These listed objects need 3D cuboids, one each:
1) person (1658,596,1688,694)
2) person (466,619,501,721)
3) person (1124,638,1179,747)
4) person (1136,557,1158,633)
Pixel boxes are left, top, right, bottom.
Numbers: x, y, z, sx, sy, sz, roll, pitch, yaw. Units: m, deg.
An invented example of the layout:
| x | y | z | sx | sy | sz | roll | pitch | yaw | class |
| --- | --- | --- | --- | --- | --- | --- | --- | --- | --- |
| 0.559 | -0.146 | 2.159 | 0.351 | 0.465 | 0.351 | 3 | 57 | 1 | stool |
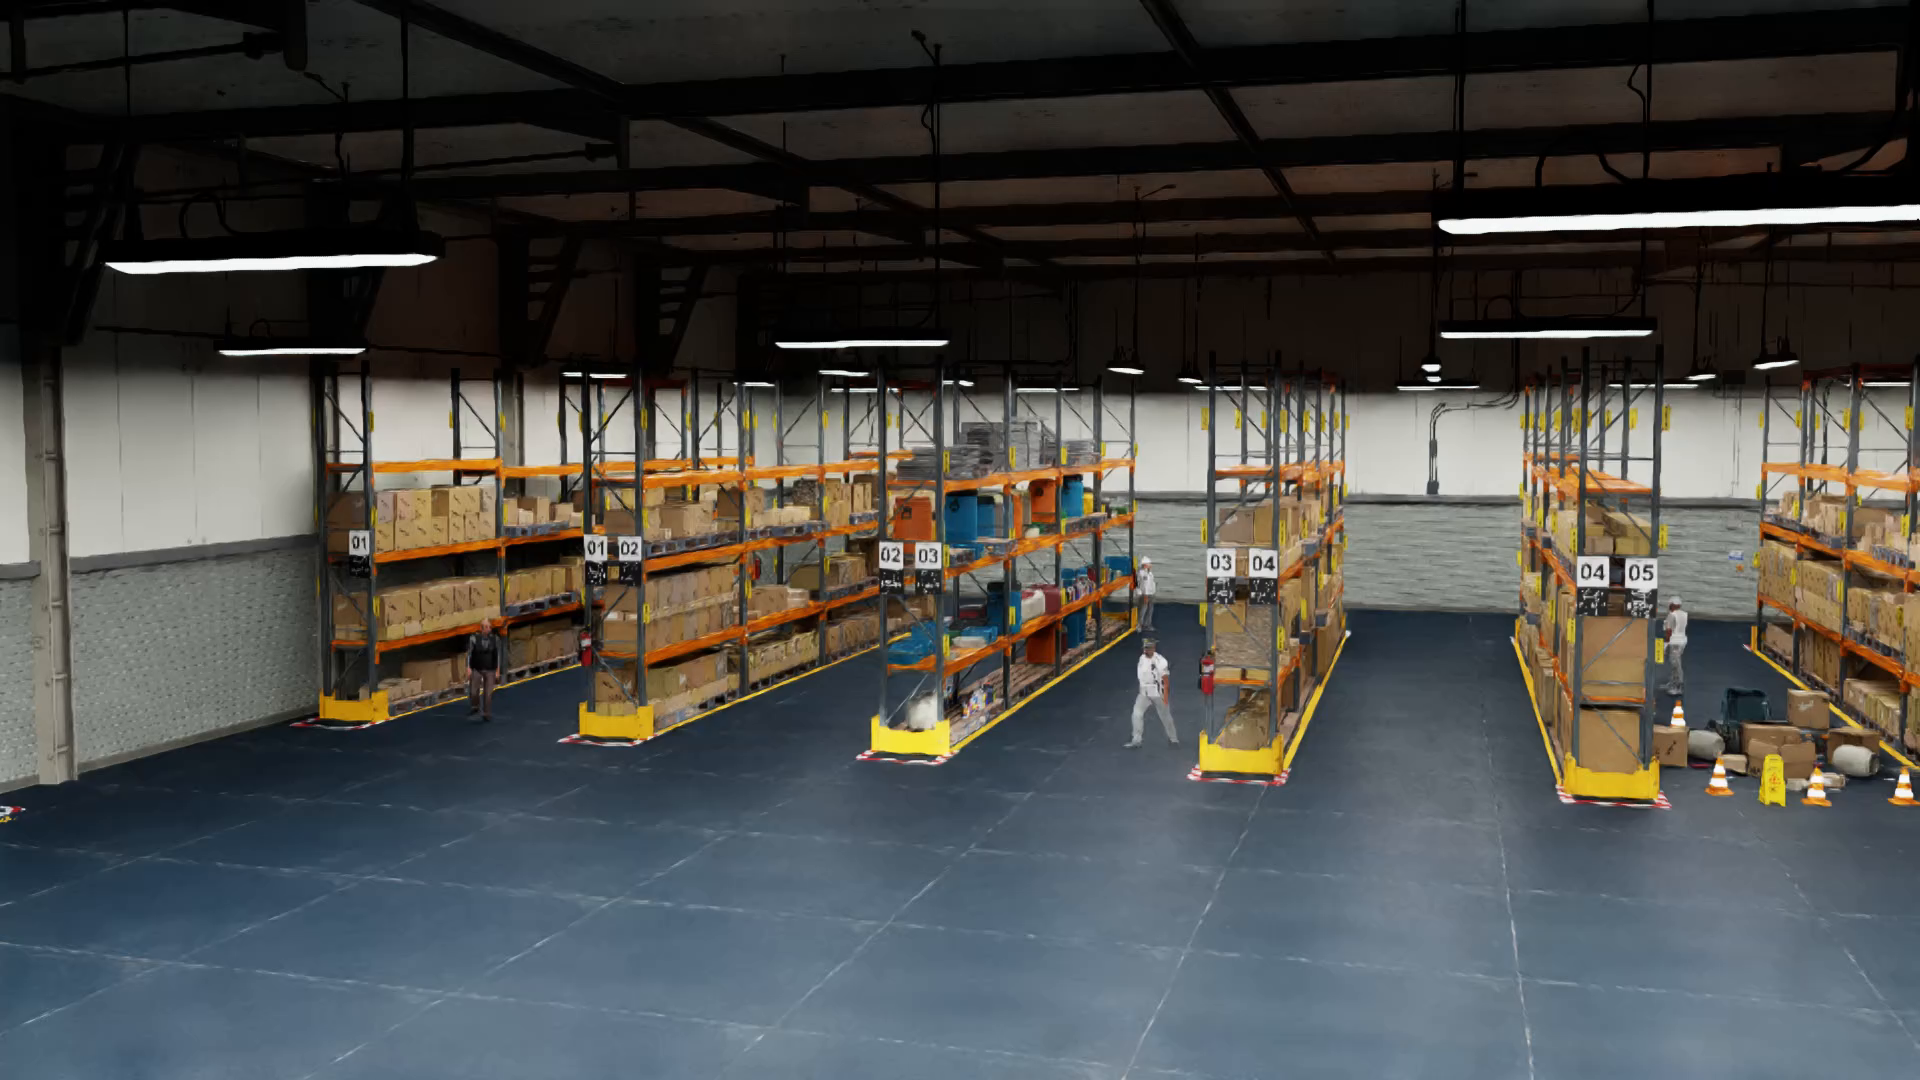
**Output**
| x | y | z | sx | sy | sz | roll | pitch | yaw | class |
| --- | --- | --- | --- | --- | --- | --- | --- | --- | --- |
| 13.169 | 1.886 | 30.530 | 0.665 | 1.725 | 0.427 | -4 | 6 | -43 | person |
| -7.976 | 2.164 | 27.819 | 0.589 | 1.712 | 0.531 | -1 | 4 | -20 | person |
| 2.971 | 2.333 | 25.517 | 0.580 | 1.696 | 0.982 | 3 | 5 | 37 | person |
| 4.405 | 1.288 | 39.371 | 0.387 | 1.773 | 0.680 | 2 | 5 | 30 | person |
